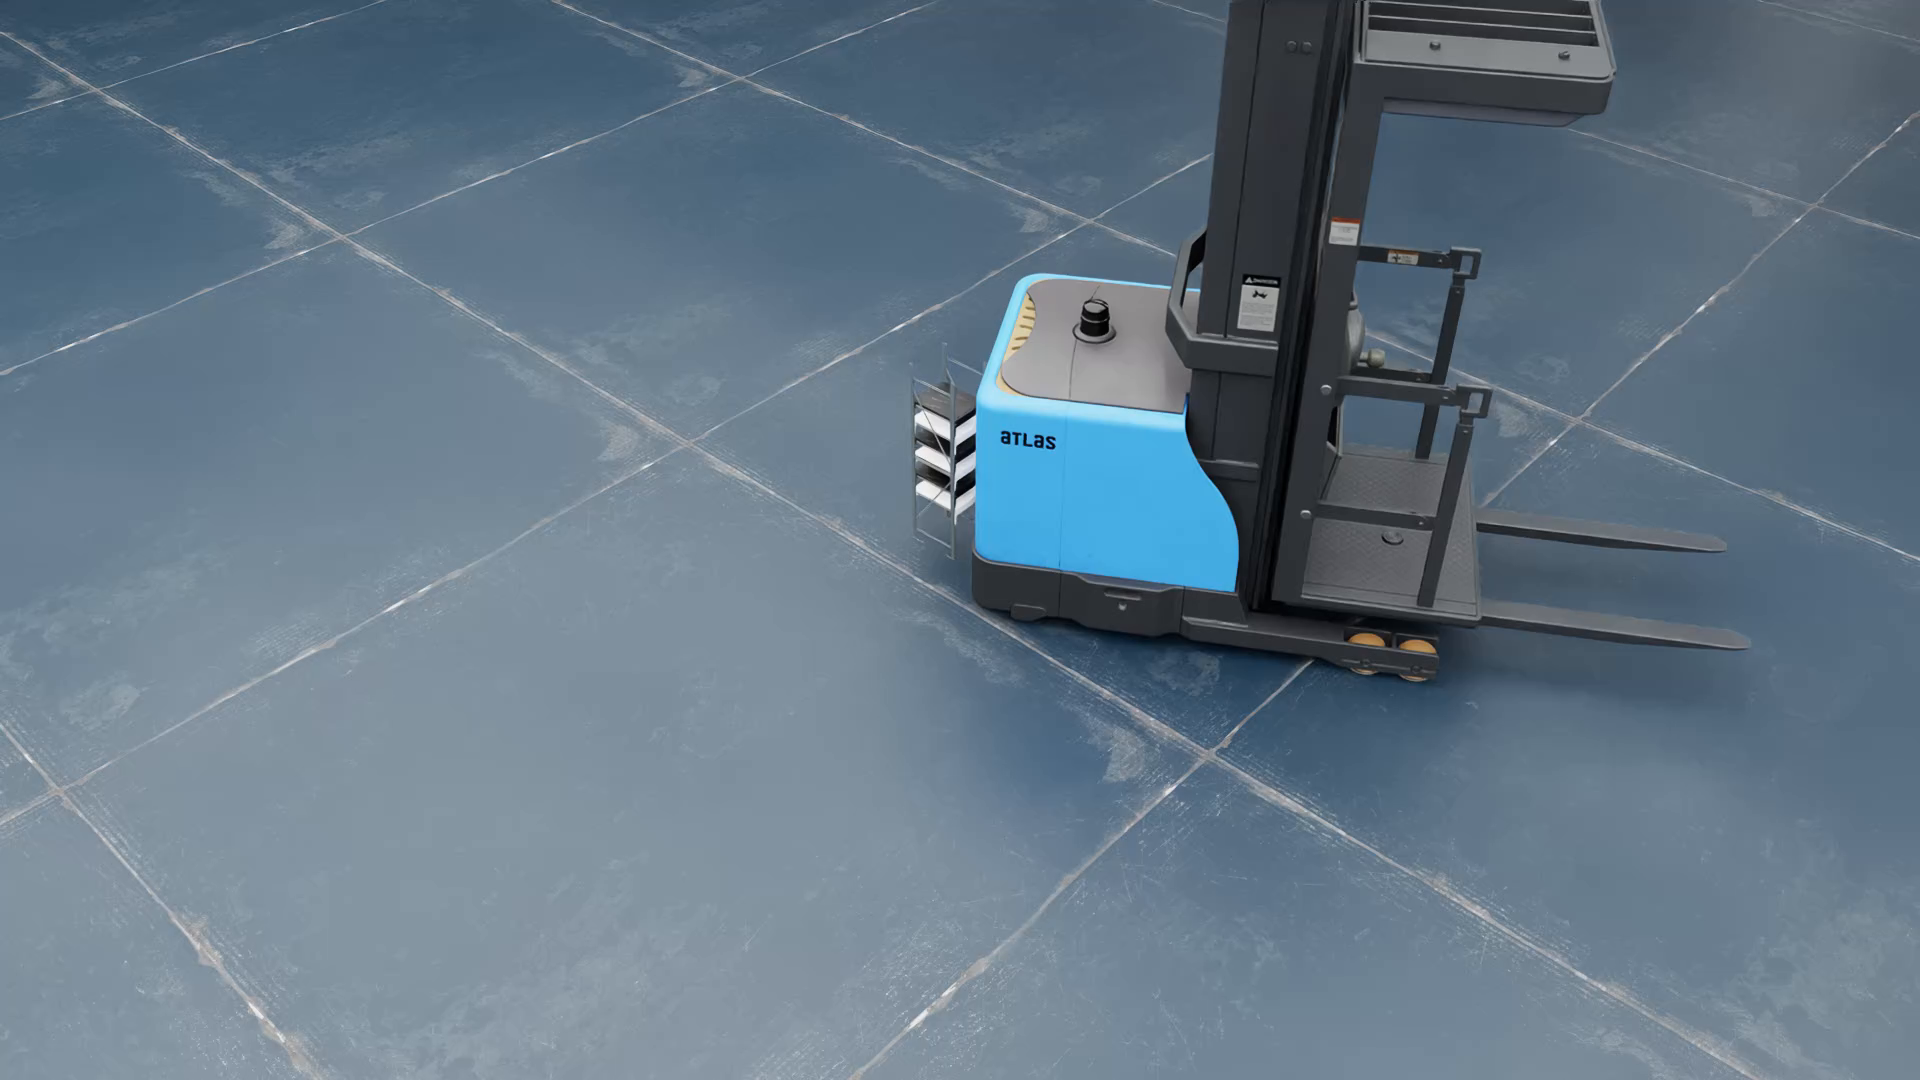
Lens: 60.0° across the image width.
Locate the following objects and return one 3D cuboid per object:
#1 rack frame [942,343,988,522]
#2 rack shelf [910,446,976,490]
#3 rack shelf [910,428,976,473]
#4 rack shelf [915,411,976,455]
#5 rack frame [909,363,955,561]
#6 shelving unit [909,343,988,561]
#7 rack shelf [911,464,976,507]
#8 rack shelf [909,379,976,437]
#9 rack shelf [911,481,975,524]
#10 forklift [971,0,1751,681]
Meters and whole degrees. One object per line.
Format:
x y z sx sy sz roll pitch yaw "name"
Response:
0.020 -0.408 7.040 0.240 0.900 0.006 28 46 31 "rack frame"
-0.047 -0.334 7.001 0.258 0.077 0.200 28 46 31 "rack shelf"
-0.047 -0.404 6.945 0.258 0.077 0.200 28 46 31 "rack shelf"
-0.047 -0.475 6.889 0.258 0.077 0.200 28 46 31 "rack shelf"
-0.113 -0.312 6.920 0.240 0.900 0.006 28 46 31 "rack frame"
-0.047 -0.360 6.980 0.258 0.900 0.210 28 46 31 "shelving unit"
-0.047 -0.264 7.057 0.258 0.077 0.200 28 46 31 "rack shelf"
-0.047 -0.545 6.832 0.258 0.077 0.200 28 46 31 "rack shelf"
-0.047 -0.193 7.113 0.258 0.077 0.200 28 46 31 "rack shelf"
1.617 -0.953 6.094 3.031 2.935 1.130 7 39 9 "forklift"
